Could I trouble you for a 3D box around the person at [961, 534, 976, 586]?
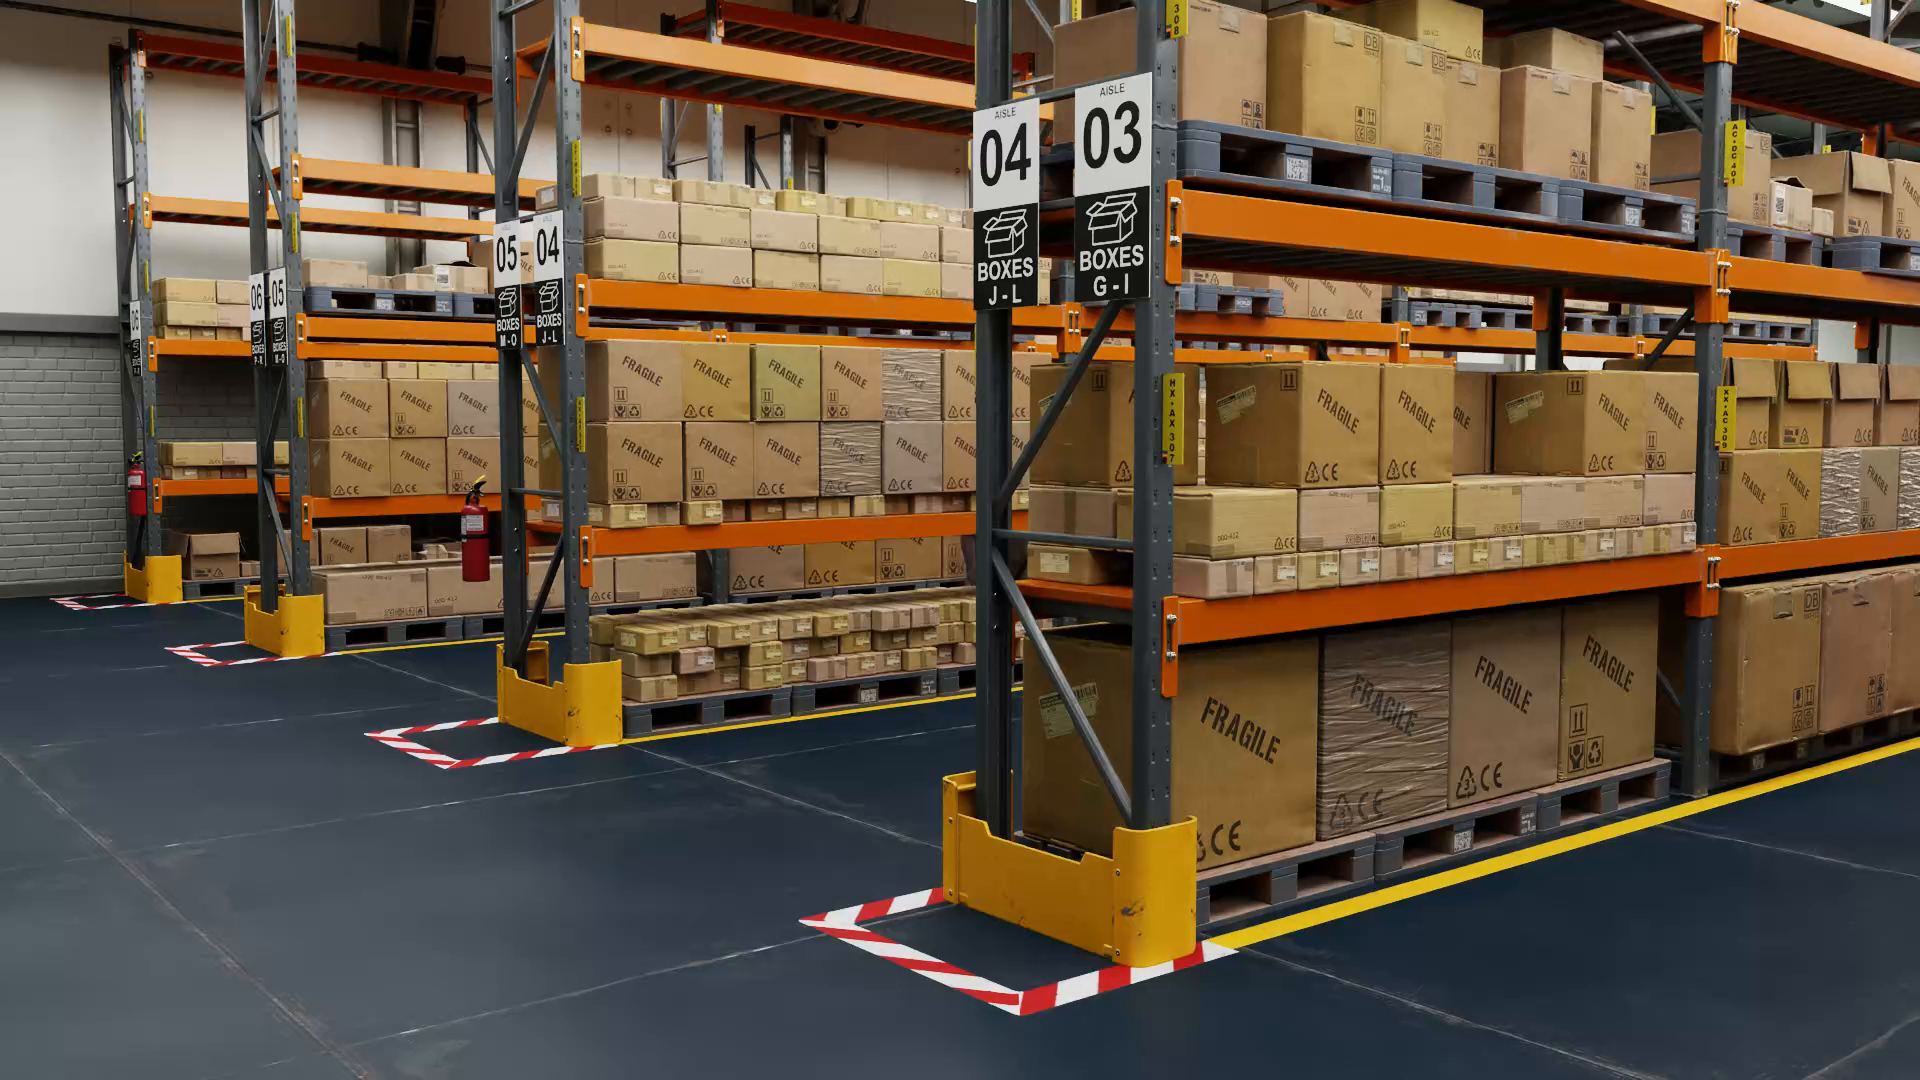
[{"bbox_3d":[0.286,0.003,15.146,0.495,1.721,0.560,-3,5,-39],"label":"person"}]
